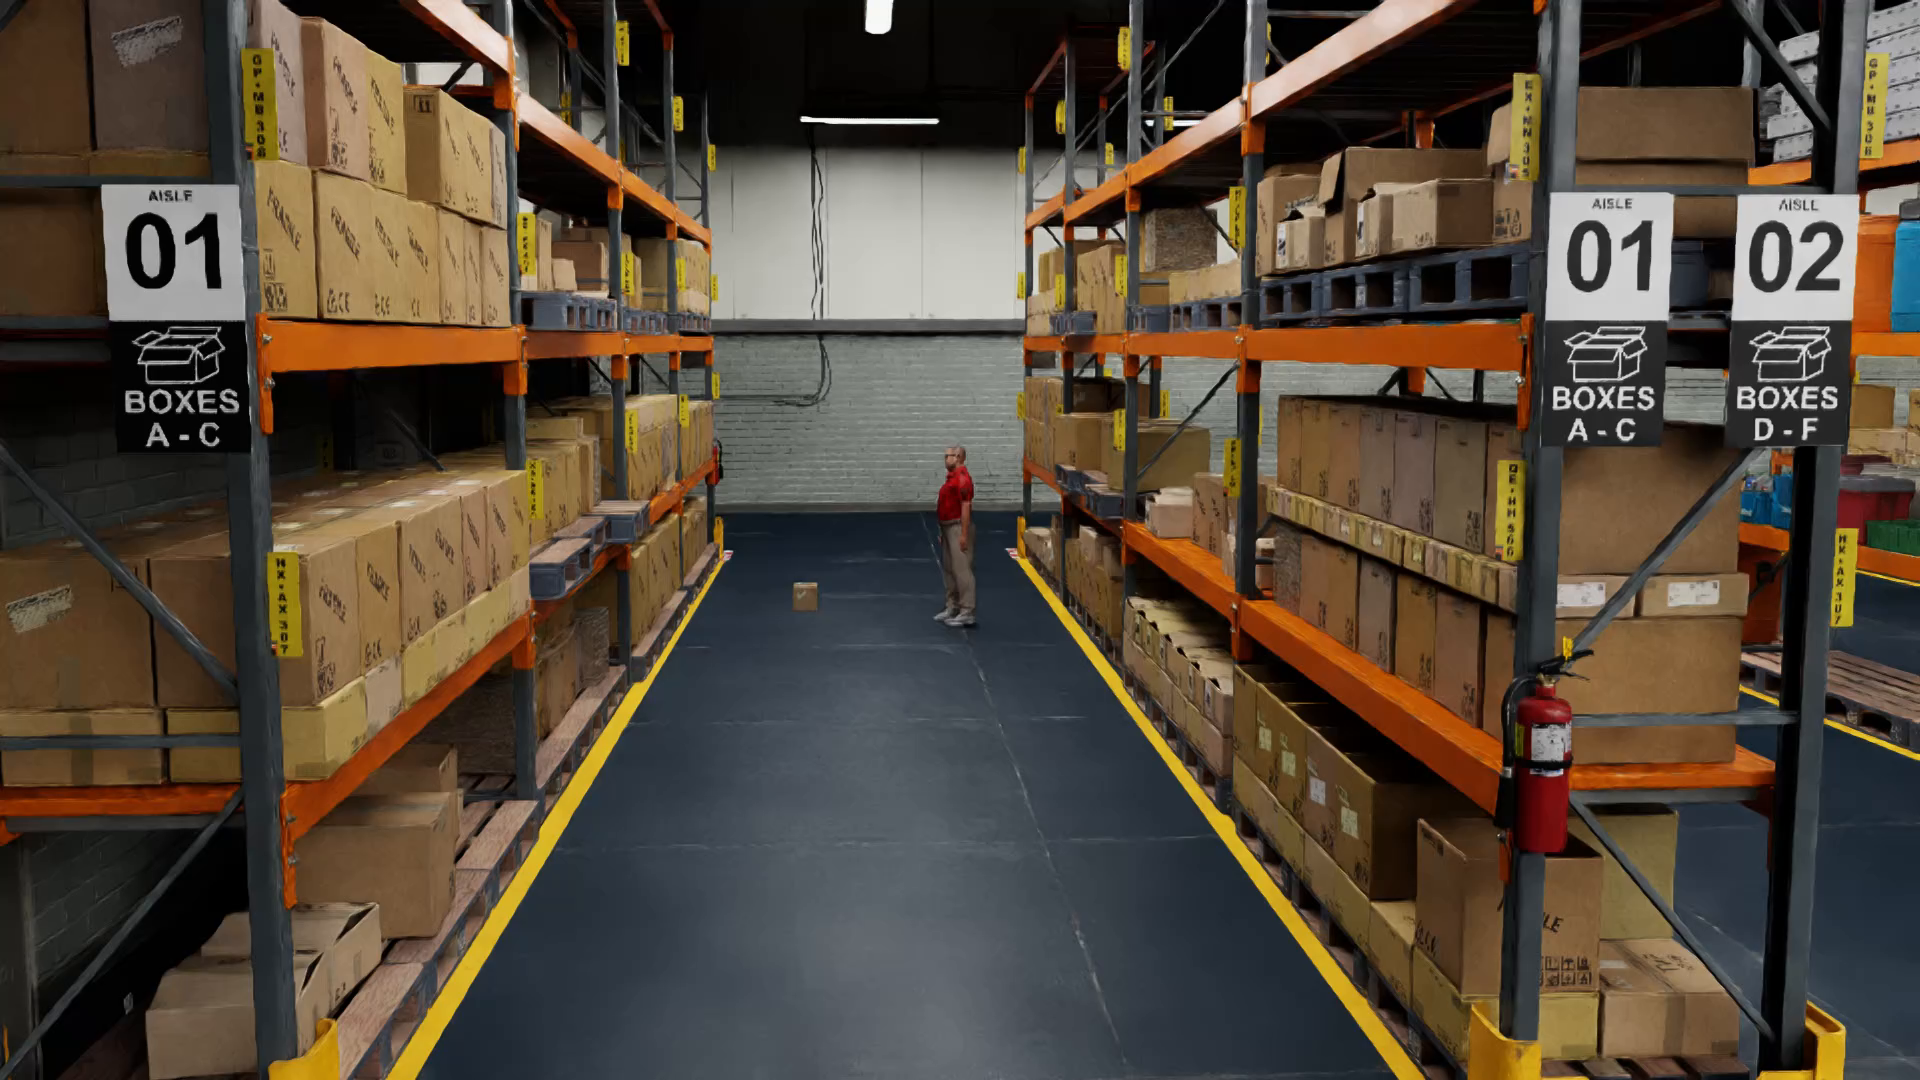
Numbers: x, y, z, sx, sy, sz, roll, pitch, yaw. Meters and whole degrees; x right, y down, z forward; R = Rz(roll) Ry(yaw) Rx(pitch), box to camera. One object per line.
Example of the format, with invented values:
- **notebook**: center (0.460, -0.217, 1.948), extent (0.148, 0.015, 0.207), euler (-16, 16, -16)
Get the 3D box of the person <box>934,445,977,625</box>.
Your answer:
- **person**: center (-0.045, -0.060, 16.219), extent (0.402, 1.726, 0.559), euler (-1, 7, -11)
